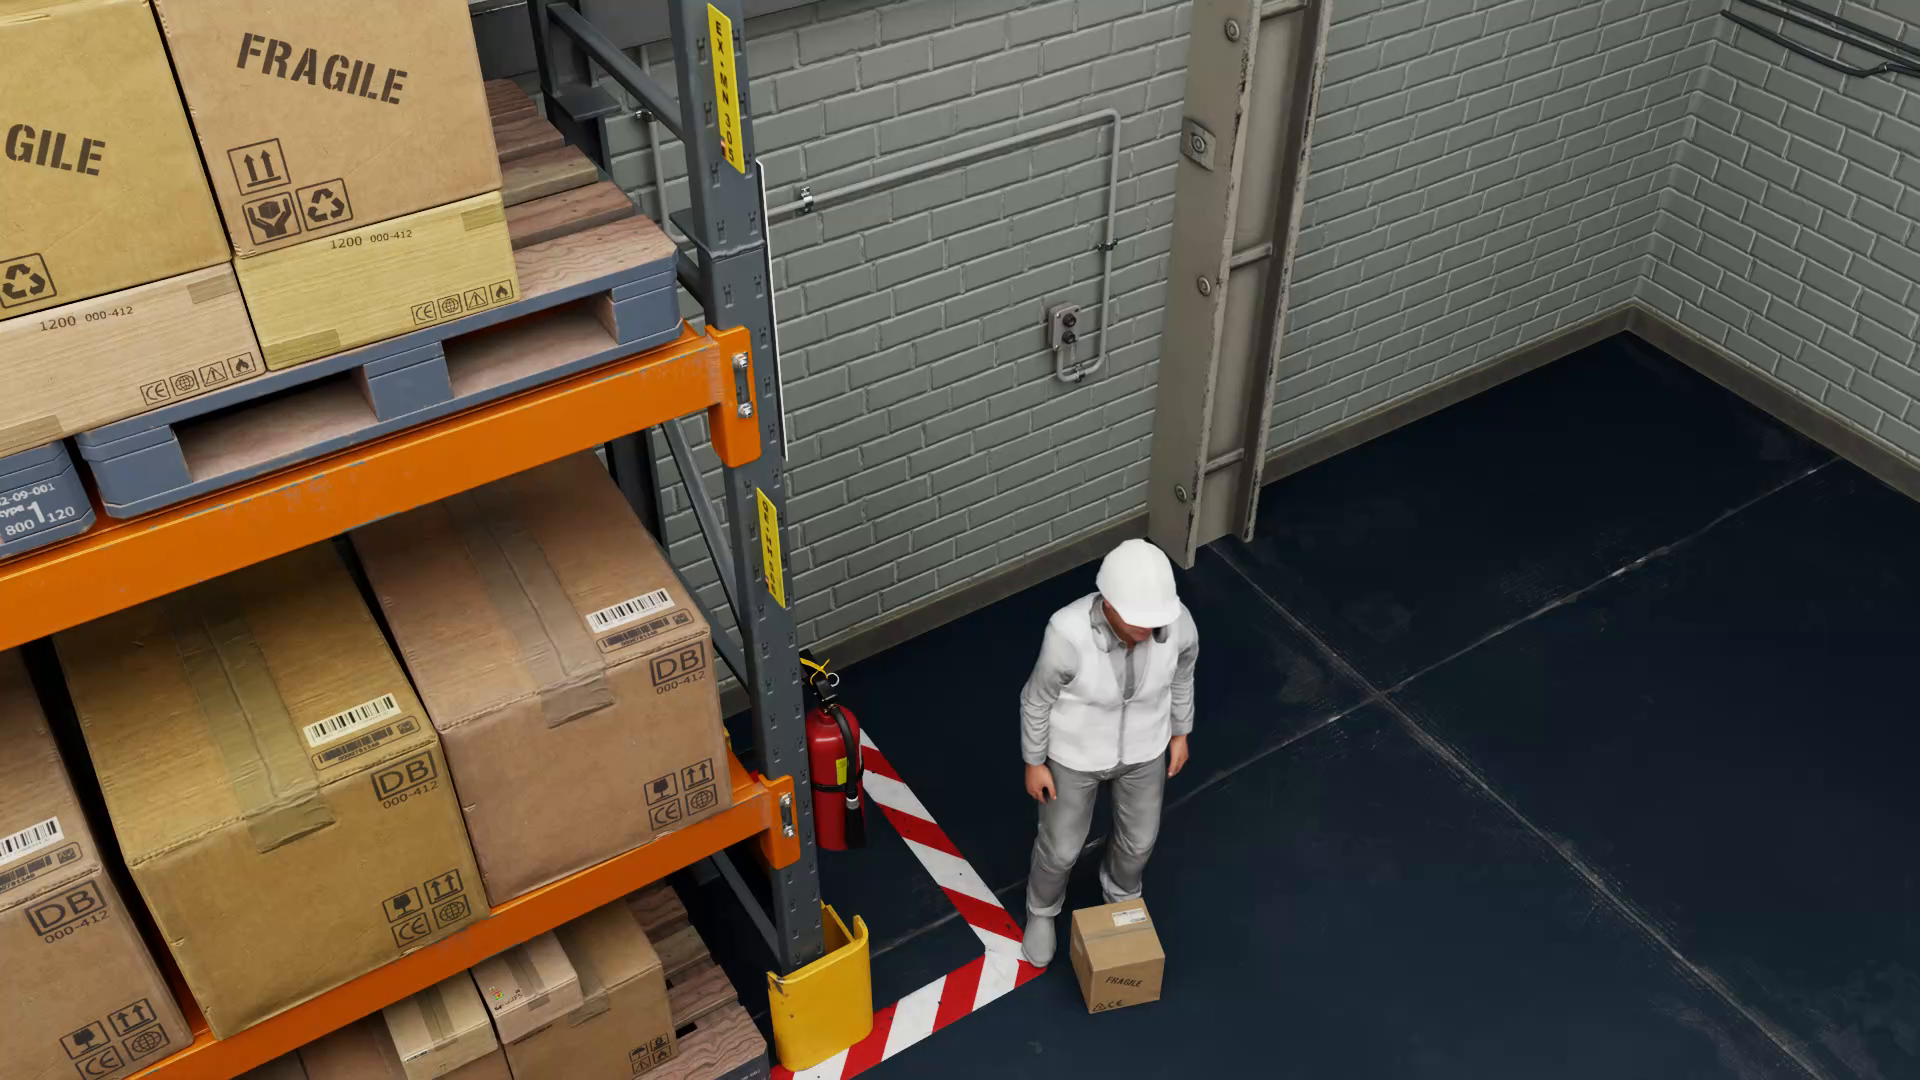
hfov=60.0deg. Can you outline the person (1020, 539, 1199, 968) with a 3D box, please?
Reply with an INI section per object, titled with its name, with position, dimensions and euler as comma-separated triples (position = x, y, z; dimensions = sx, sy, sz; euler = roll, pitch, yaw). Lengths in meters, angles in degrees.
[person]
position = 0.475, 0.667, 5.357
dimensions = 0.583, 1.770, 0.464
euler = -10, 41, -11
